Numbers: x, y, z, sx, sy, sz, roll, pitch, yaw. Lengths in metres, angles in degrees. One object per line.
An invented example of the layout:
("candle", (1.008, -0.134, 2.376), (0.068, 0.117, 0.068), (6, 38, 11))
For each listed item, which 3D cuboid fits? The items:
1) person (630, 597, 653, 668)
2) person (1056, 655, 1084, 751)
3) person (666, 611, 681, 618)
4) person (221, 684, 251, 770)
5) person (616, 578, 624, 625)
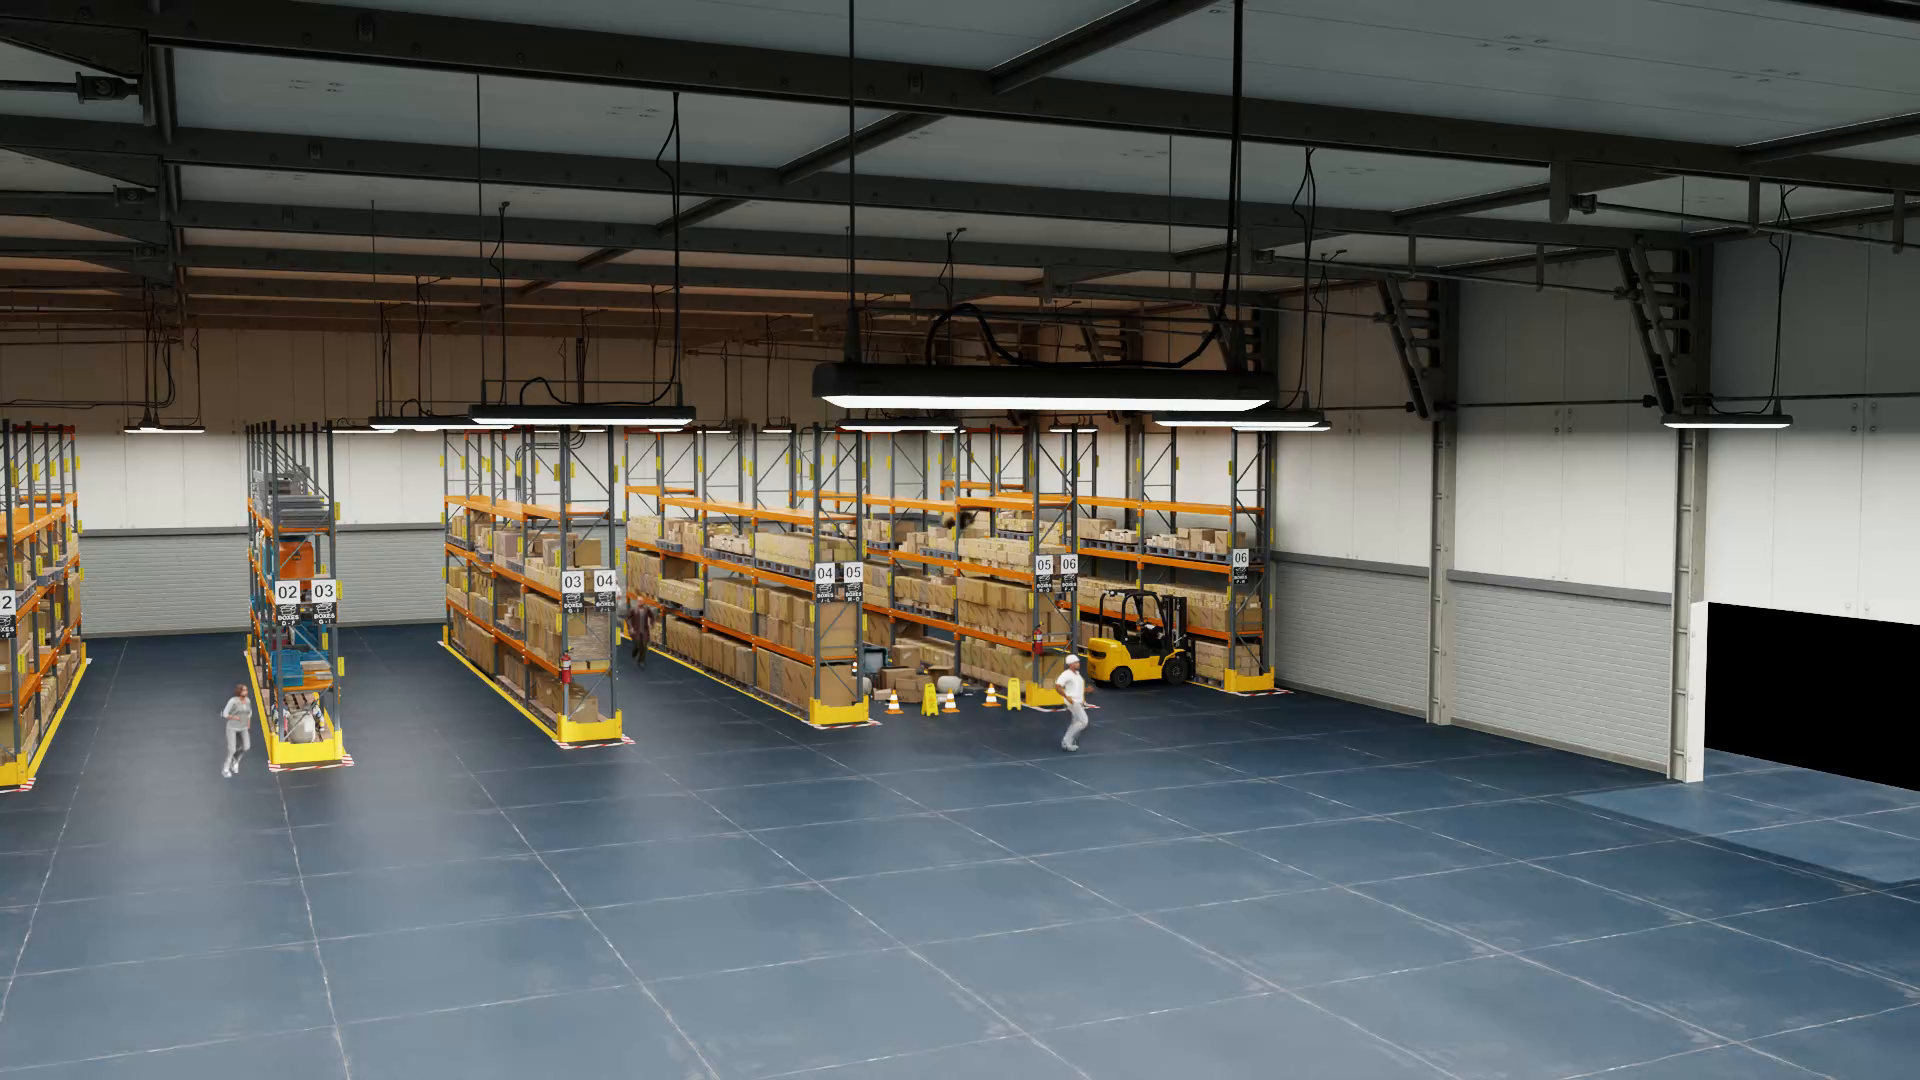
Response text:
("person", (-7.926, 2.278, 41.263), (0.691, 1.750, 0.635), (-2, 4, -26))
("person", (2.030, 2.957, 30.231), (0.417, 1.744, 0.665), (1, 4, 21))
("person", (-8.520, 1.783, 49.519), (0.647, 1.711, 0.638), (-2, 4, -23))
("person", (-12.130, 3.155, 28.037), (0.543, 1.453, 0.543), (3, 5, 42))
("person", (-10.005, 1.850, 48.361), (0.655, 1.541, 0.642), (-3, 4, -36))
